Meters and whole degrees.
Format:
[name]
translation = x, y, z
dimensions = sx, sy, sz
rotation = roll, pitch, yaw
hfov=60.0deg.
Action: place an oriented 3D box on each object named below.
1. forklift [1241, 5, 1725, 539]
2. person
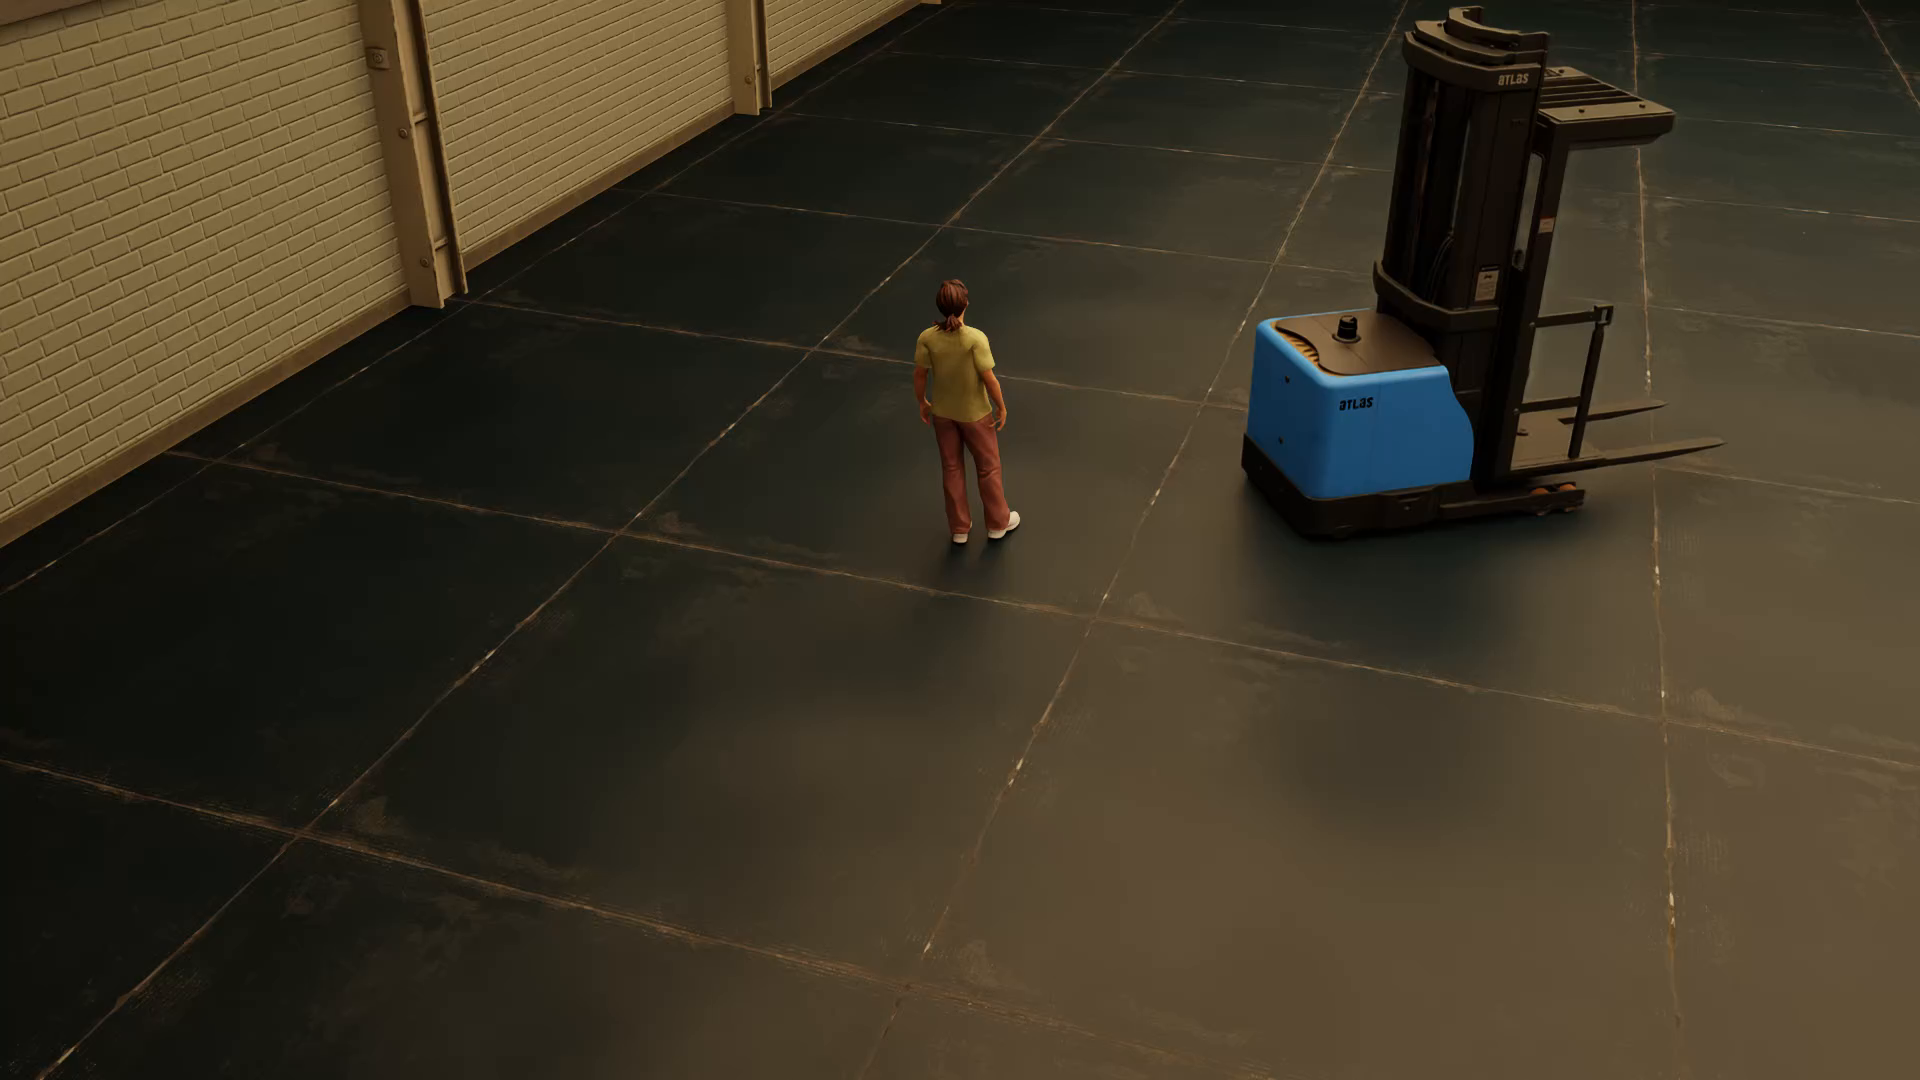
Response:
[forklift]
translation = 3.401, -1.673, 10.071
dimensions = 3.031, 2.935, 1.130
rotation = -8, 31, -13
[person]
translation = 0.034, -0.767, 9.735
dimensions = 0.555, 1.675, 0.549
rotation = 10, 31, 16
